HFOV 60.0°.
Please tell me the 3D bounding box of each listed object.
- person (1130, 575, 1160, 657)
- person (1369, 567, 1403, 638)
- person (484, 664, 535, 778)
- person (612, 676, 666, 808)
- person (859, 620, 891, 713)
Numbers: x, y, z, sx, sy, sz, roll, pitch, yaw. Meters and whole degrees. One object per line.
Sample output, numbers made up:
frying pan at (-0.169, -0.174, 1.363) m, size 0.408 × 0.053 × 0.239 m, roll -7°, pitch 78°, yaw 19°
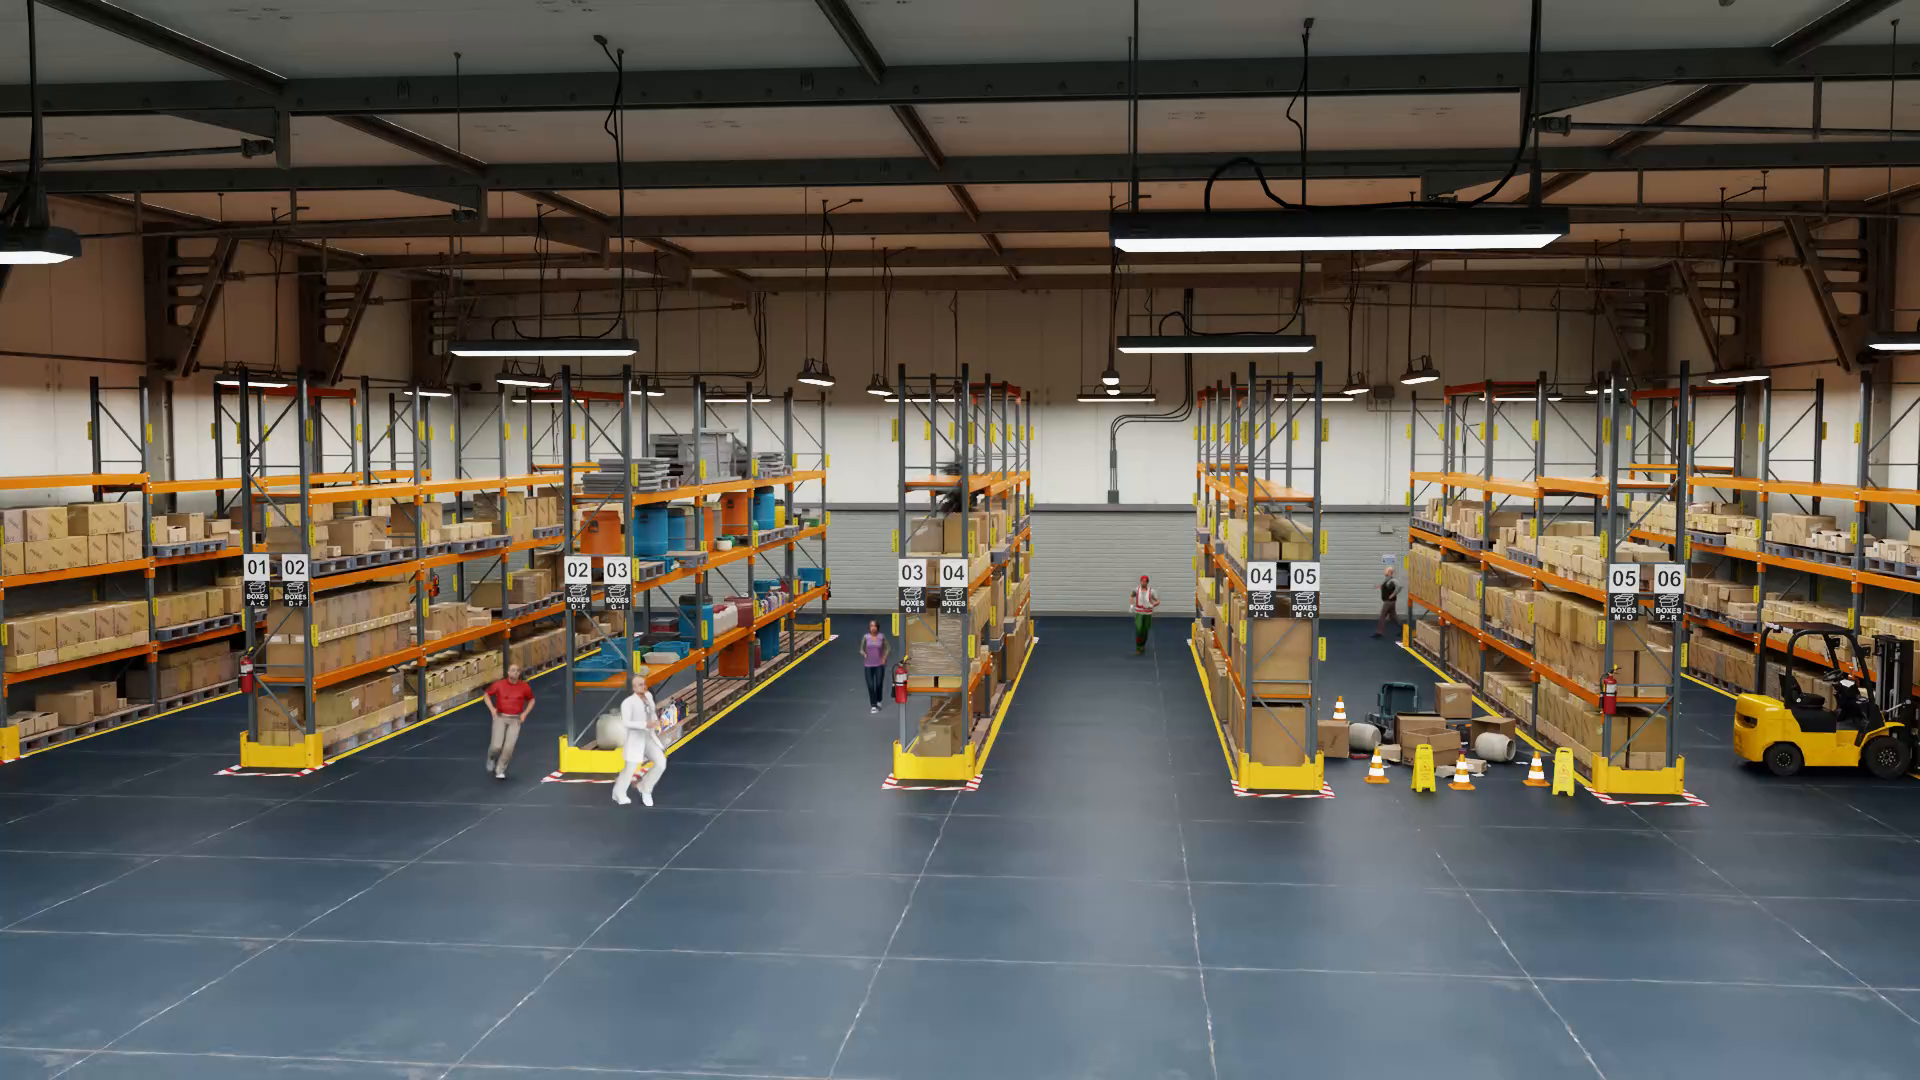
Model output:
person at (4.172, 1.697, 37.550) m, size 0.673 × 1.823 × 0.855 m, roll 0°, pitch 4°, yaw 5°
person at (10.409, 1.519, 40.365) m, size 0.919 × 1.737 × 0.660 m, roll 1°, pitch 4°, yaw 11°
person at (-6.534, 2.628, 24.179) m, size 0.723 × 1.663 × 0.548 m, roll -1°, pitch 4°, yaw -20°
person at (-4.252, 2.689, 22.194) m, size 0.929 × 1.766 × 0.732 m, roll 3°, pitch 5°, yaw 40°
person at (-1.437, 2.135, 27.912) m, size 0.526 × 1.575 × 0.512 m, roll 0°, pitch 4°, yaw 1°
